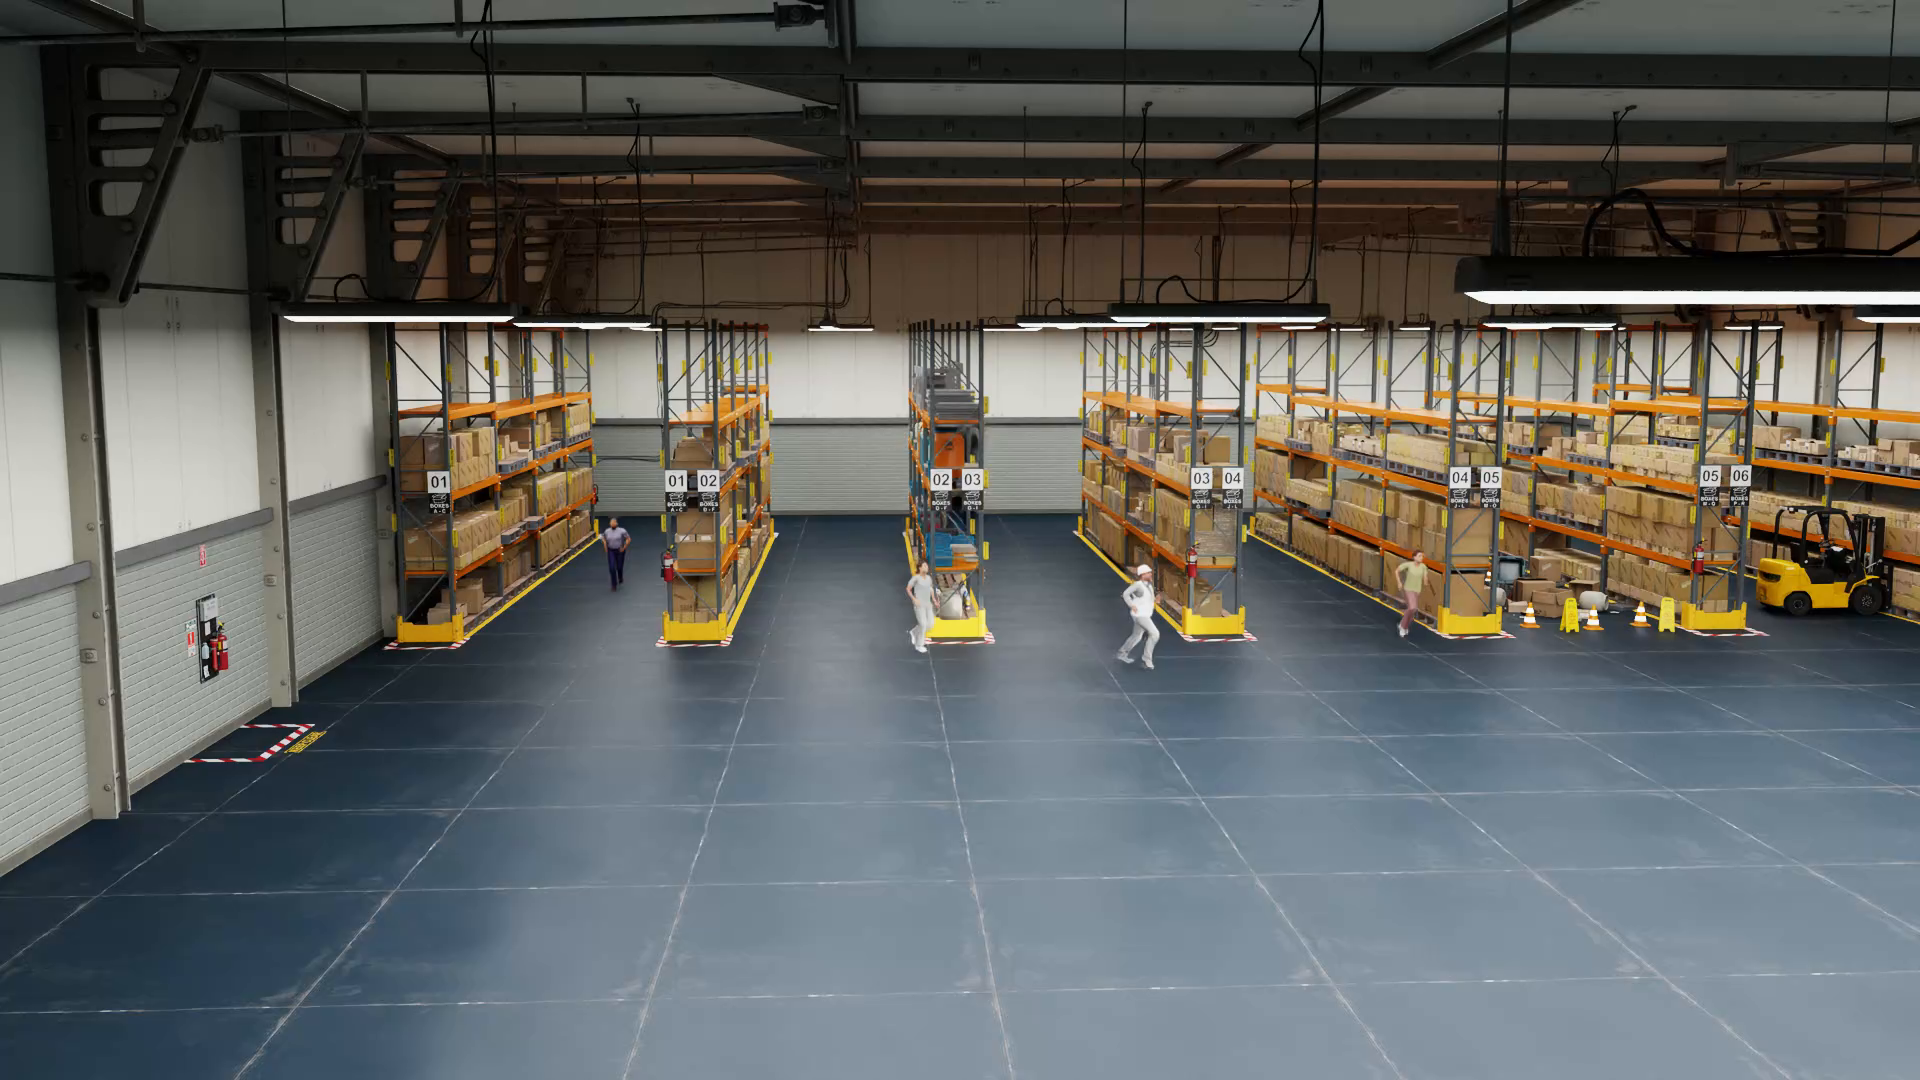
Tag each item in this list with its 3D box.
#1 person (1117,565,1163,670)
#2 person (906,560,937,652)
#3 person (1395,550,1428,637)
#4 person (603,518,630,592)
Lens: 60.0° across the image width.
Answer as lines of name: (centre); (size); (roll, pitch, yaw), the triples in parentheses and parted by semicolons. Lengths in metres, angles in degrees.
person: (3.102, 1.312, 28.699); (0.804, 1.794, 0.637); (3, 8, 21)
person: (-0.685, 1.190, 30.325); (0.605, 1.635, 0.533); (-6, 9, -39)
person: (8.629, 1.003, 31.690); (0.583, 1.669, 0.703); (-2, 7, -17)
person: (-7.717, 0.323, 37.402); (0.625, 1.656, 0.706); (0, 7, -2)
